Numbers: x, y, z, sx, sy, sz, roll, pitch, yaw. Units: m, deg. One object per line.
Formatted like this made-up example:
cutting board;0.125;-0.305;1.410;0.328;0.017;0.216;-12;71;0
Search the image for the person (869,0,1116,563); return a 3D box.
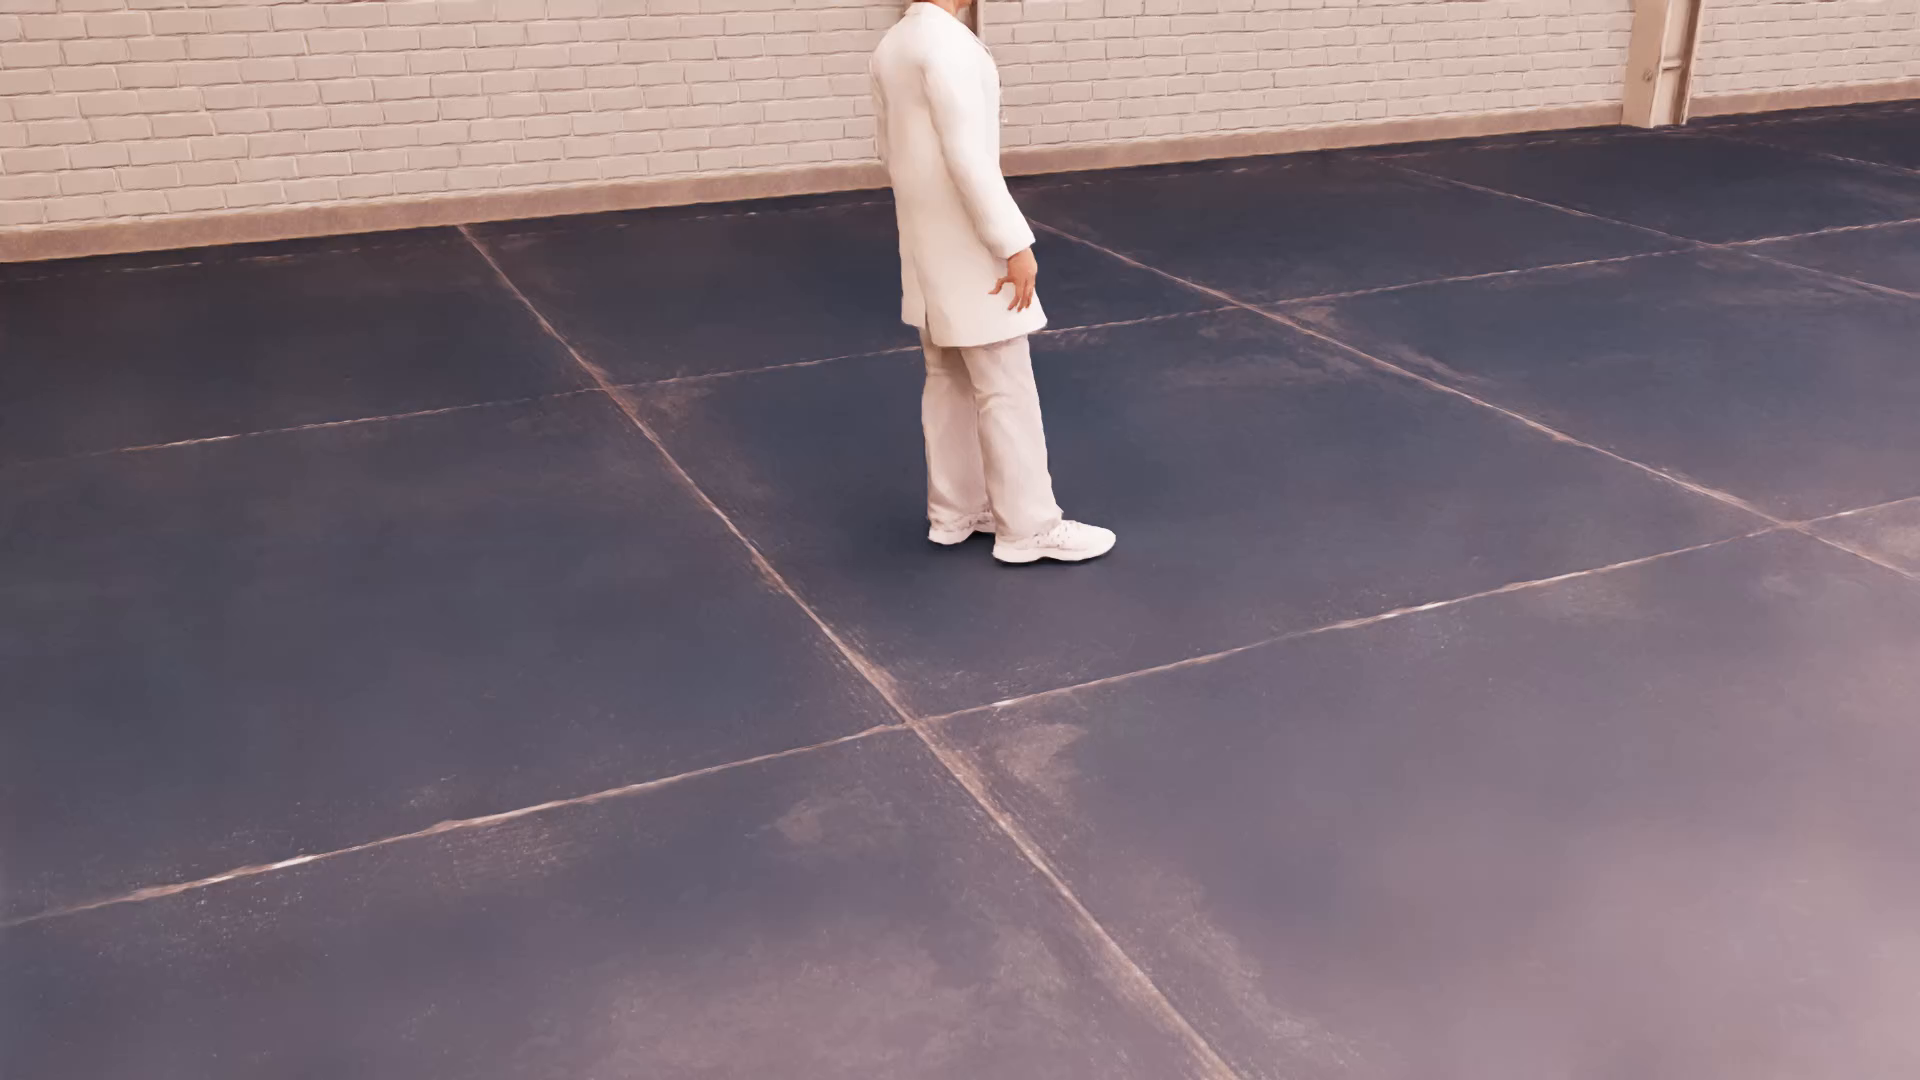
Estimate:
person;0.084;-0.841;4.795;0.579;1.776;0.694;-10;25;-23
